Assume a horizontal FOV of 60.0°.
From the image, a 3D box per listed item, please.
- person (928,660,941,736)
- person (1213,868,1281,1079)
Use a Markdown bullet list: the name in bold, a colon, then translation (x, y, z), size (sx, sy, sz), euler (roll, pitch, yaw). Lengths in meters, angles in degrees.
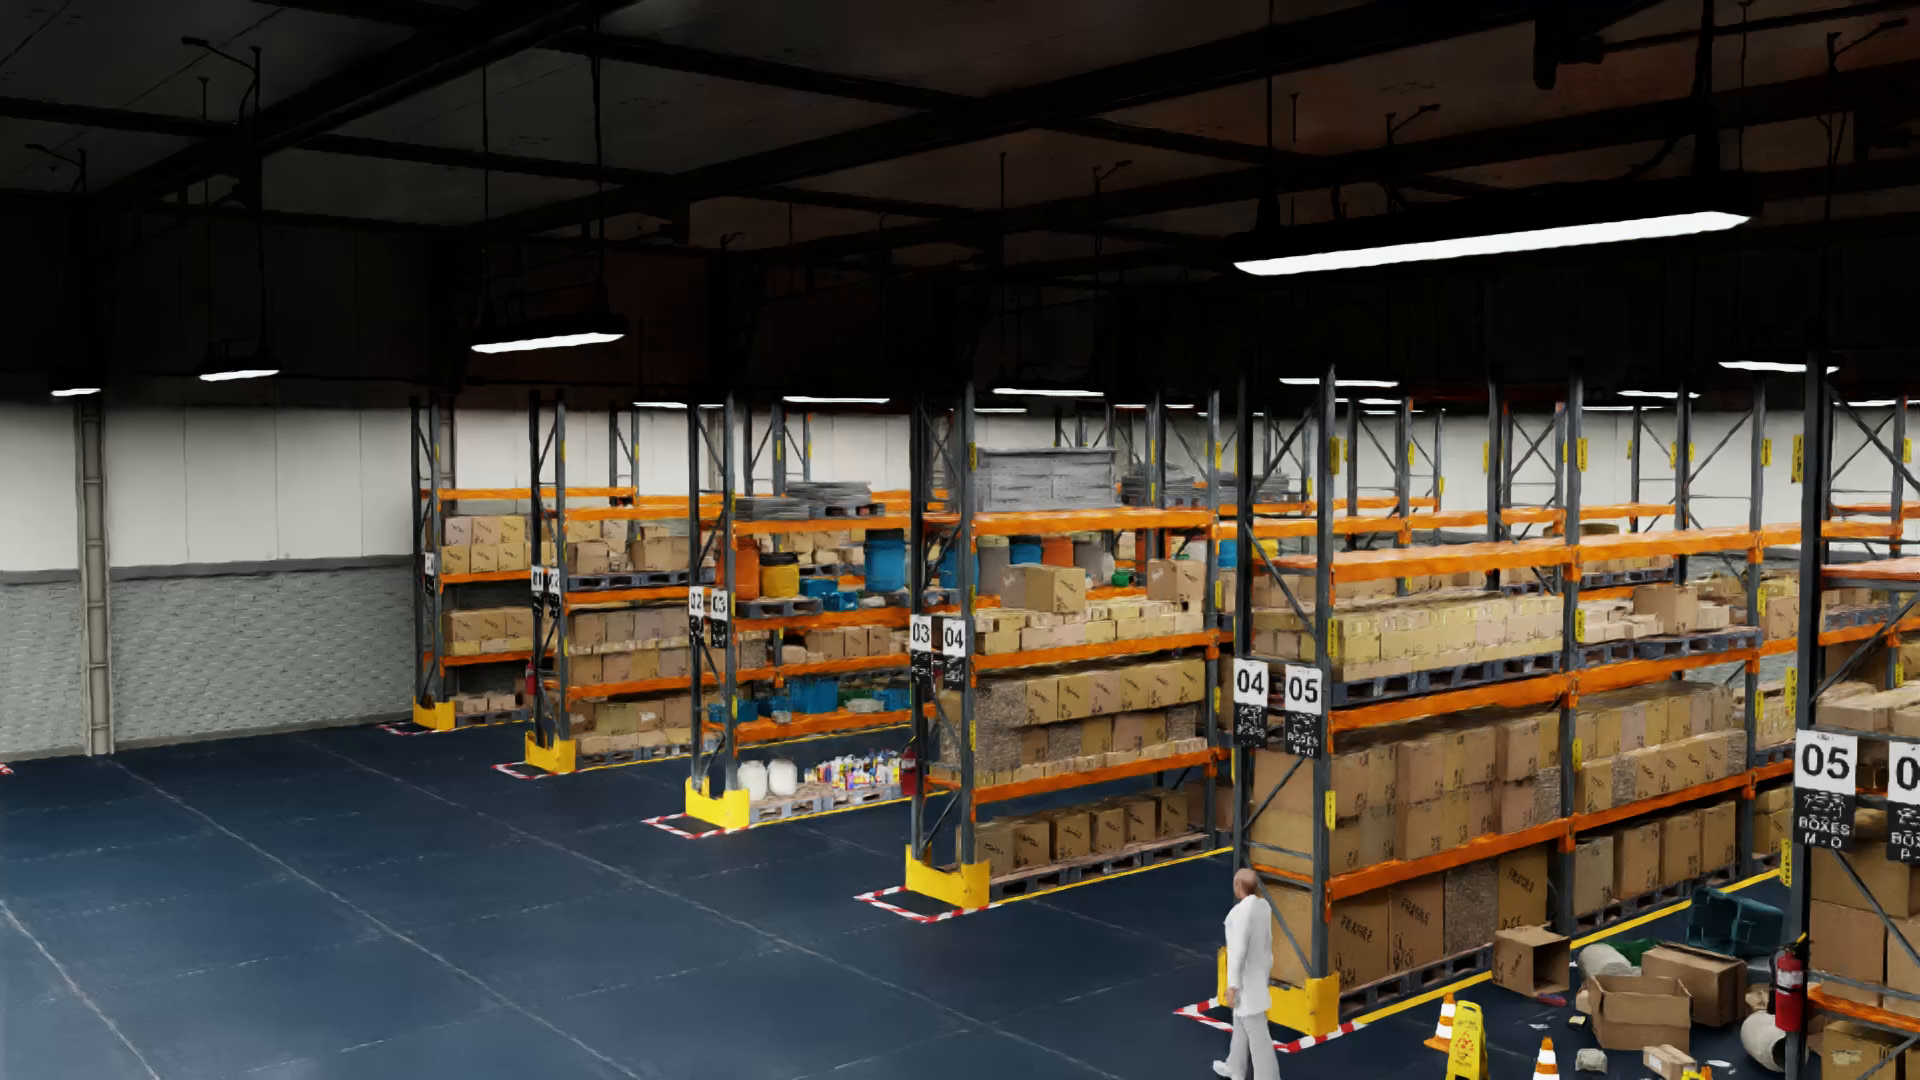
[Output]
- **person**: translation (-0.430, 2.648, 28.952), size (1.088, 1.585, 0.456), euler (-3, 4, -37)
- **person**: translation (2.277, 3.493, 13.256), size (0.681, 1.774, 0.699), euler (2, 4, 27)
